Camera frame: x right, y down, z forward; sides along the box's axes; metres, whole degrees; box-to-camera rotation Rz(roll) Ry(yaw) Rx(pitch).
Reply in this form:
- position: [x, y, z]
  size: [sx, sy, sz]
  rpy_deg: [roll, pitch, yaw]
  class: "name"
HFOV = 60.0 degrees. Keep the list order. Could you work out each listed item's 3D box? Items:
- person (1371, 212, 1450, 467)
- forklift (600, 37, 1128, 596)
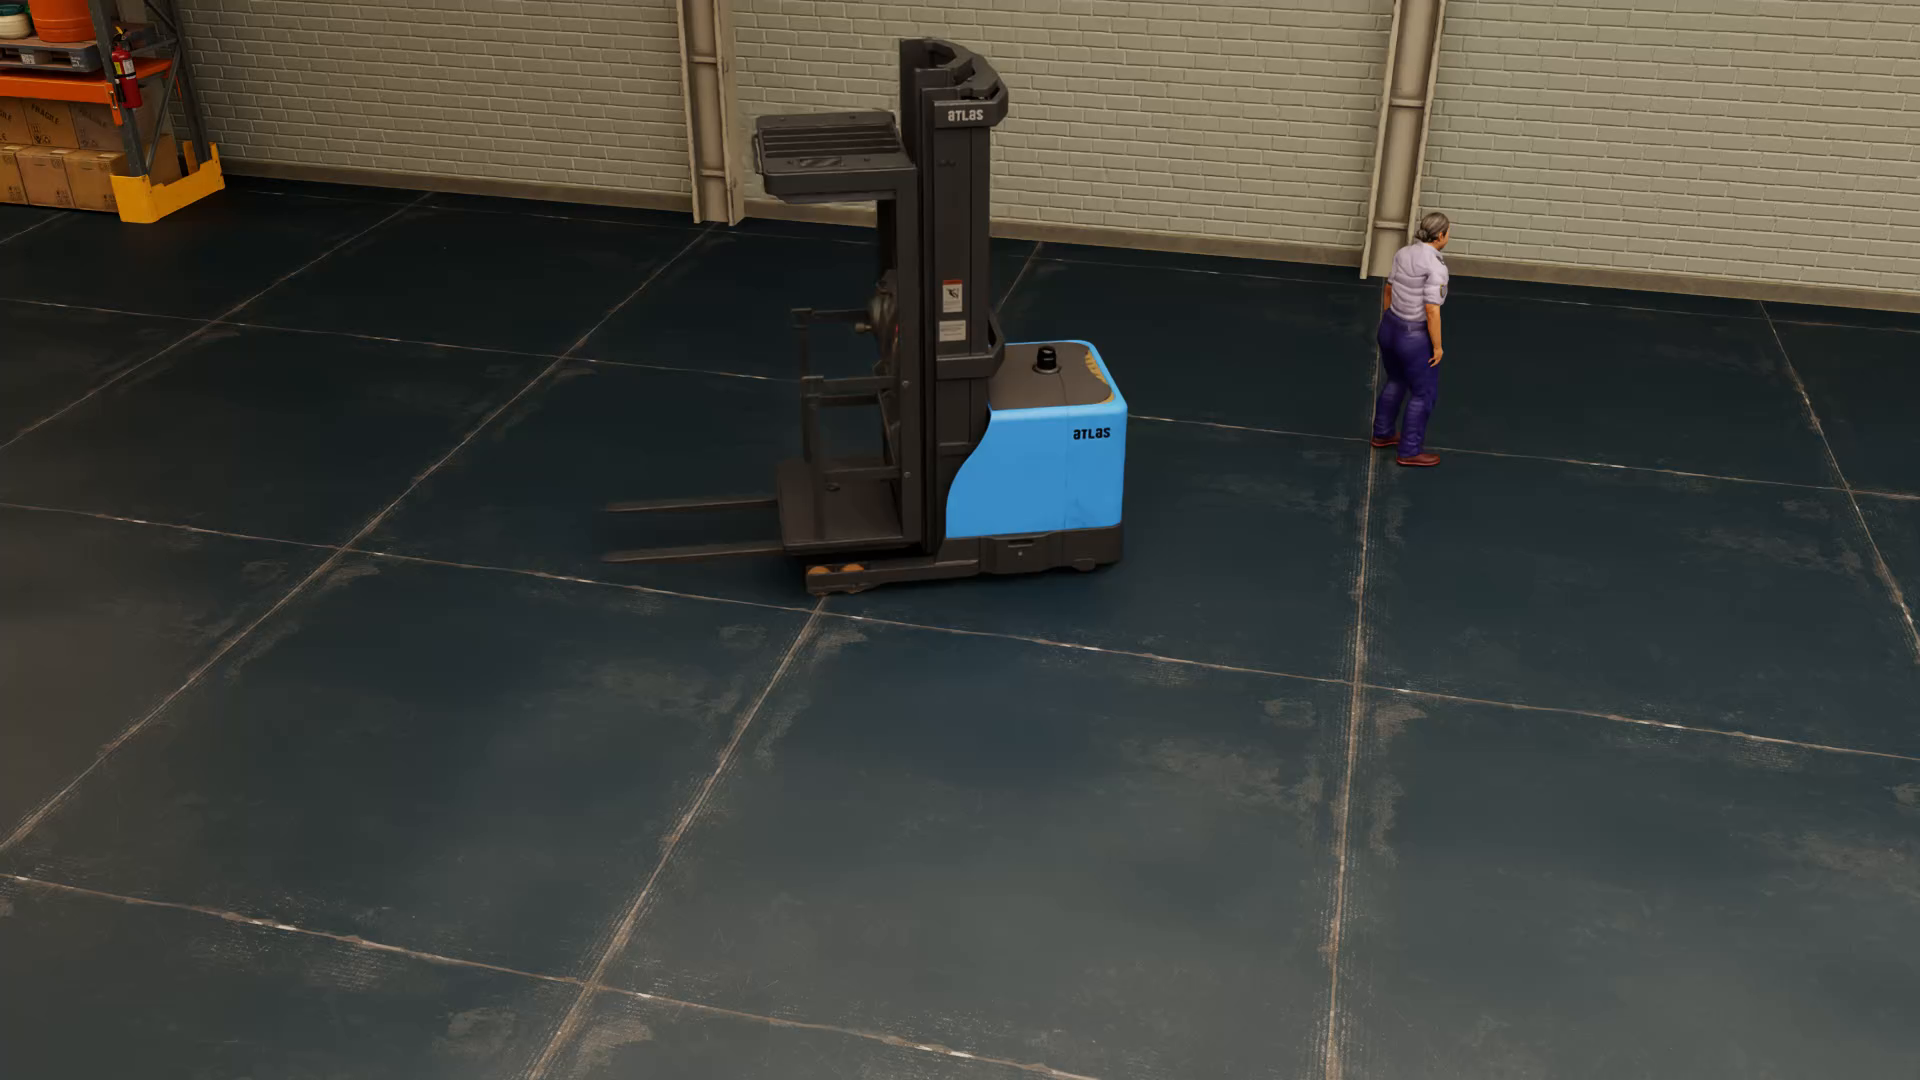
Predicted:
- position: [2.940, -1.302, 10.784]
  size: [0.373, 1.636, 0.547]
  rpy_deg: [-12, 32, -20]
  class: "person"
- position: [-0.602, -1.232, 9.345]
  size: [3.031, 2.935, 1.130]
  rpy_deg: [-4, 30, -7]
  class: "forklift"
